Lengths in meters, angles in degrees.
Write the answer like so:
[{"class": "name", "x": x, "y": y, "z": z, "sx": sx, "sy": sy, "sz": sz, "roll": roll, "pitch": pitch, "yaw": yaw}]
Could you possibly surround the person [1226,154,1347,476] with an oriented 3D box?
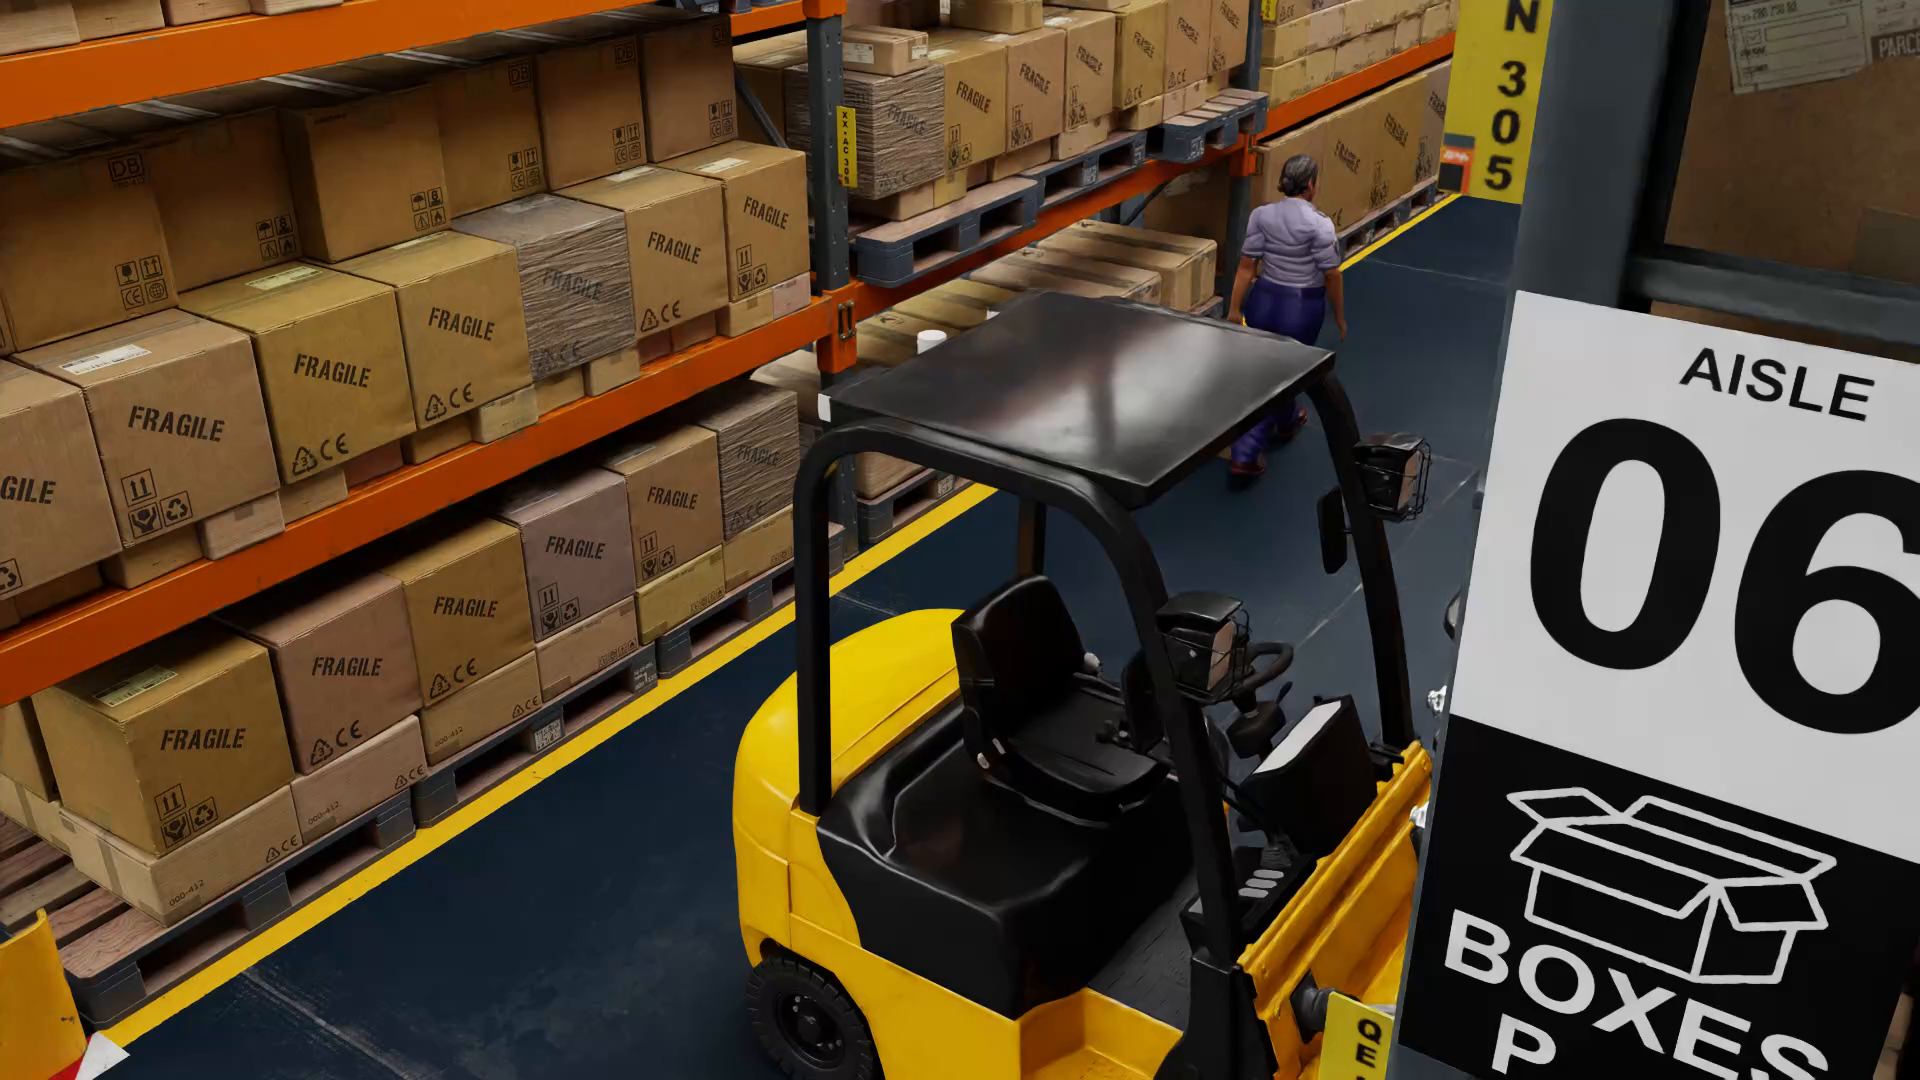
[{"class": "person", "x": 1.662, "y": -1.149, "z": 8.391, "sx": 0.520, "sy": 1.595, "sz": 1.036, "roll": 22, "pitch": 34, "yaw": 36}]
